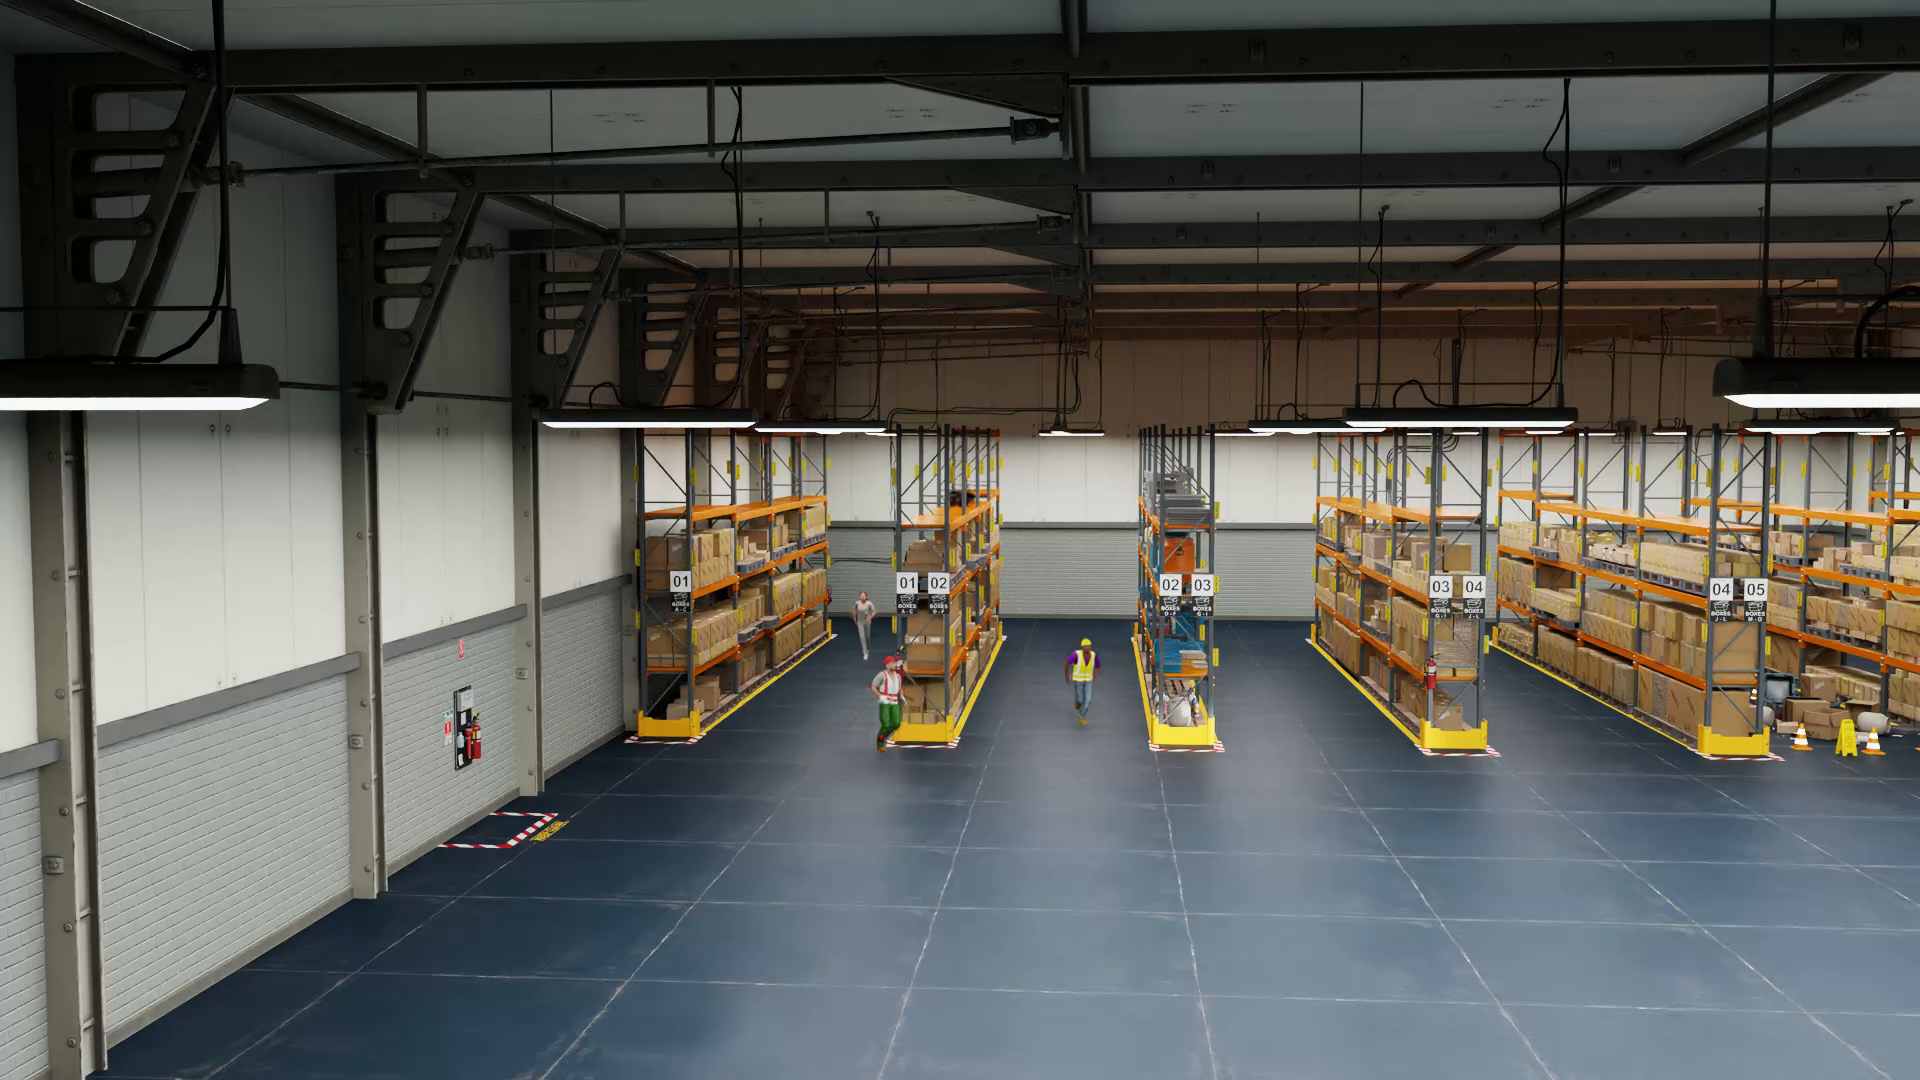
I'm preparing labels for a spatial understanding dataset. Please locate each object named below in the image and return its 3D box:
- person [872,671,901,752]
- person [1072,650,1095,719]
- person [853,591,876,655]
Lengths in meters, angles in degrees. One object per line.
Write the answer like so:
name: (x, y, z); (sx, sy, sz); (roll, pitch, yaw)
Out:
person: (-1.321, 3.129, 30.532); (0.671, 1.473, 0.382); (-3, 4, -39)
person: (2.492, 2.916, 33.586); (0.464, 1.413, 0.536); (-1, 4, -10)
person: (-2.386, 2.065, 41.448); (0.588, 1.578, 0.680); (0, 3, 3)
